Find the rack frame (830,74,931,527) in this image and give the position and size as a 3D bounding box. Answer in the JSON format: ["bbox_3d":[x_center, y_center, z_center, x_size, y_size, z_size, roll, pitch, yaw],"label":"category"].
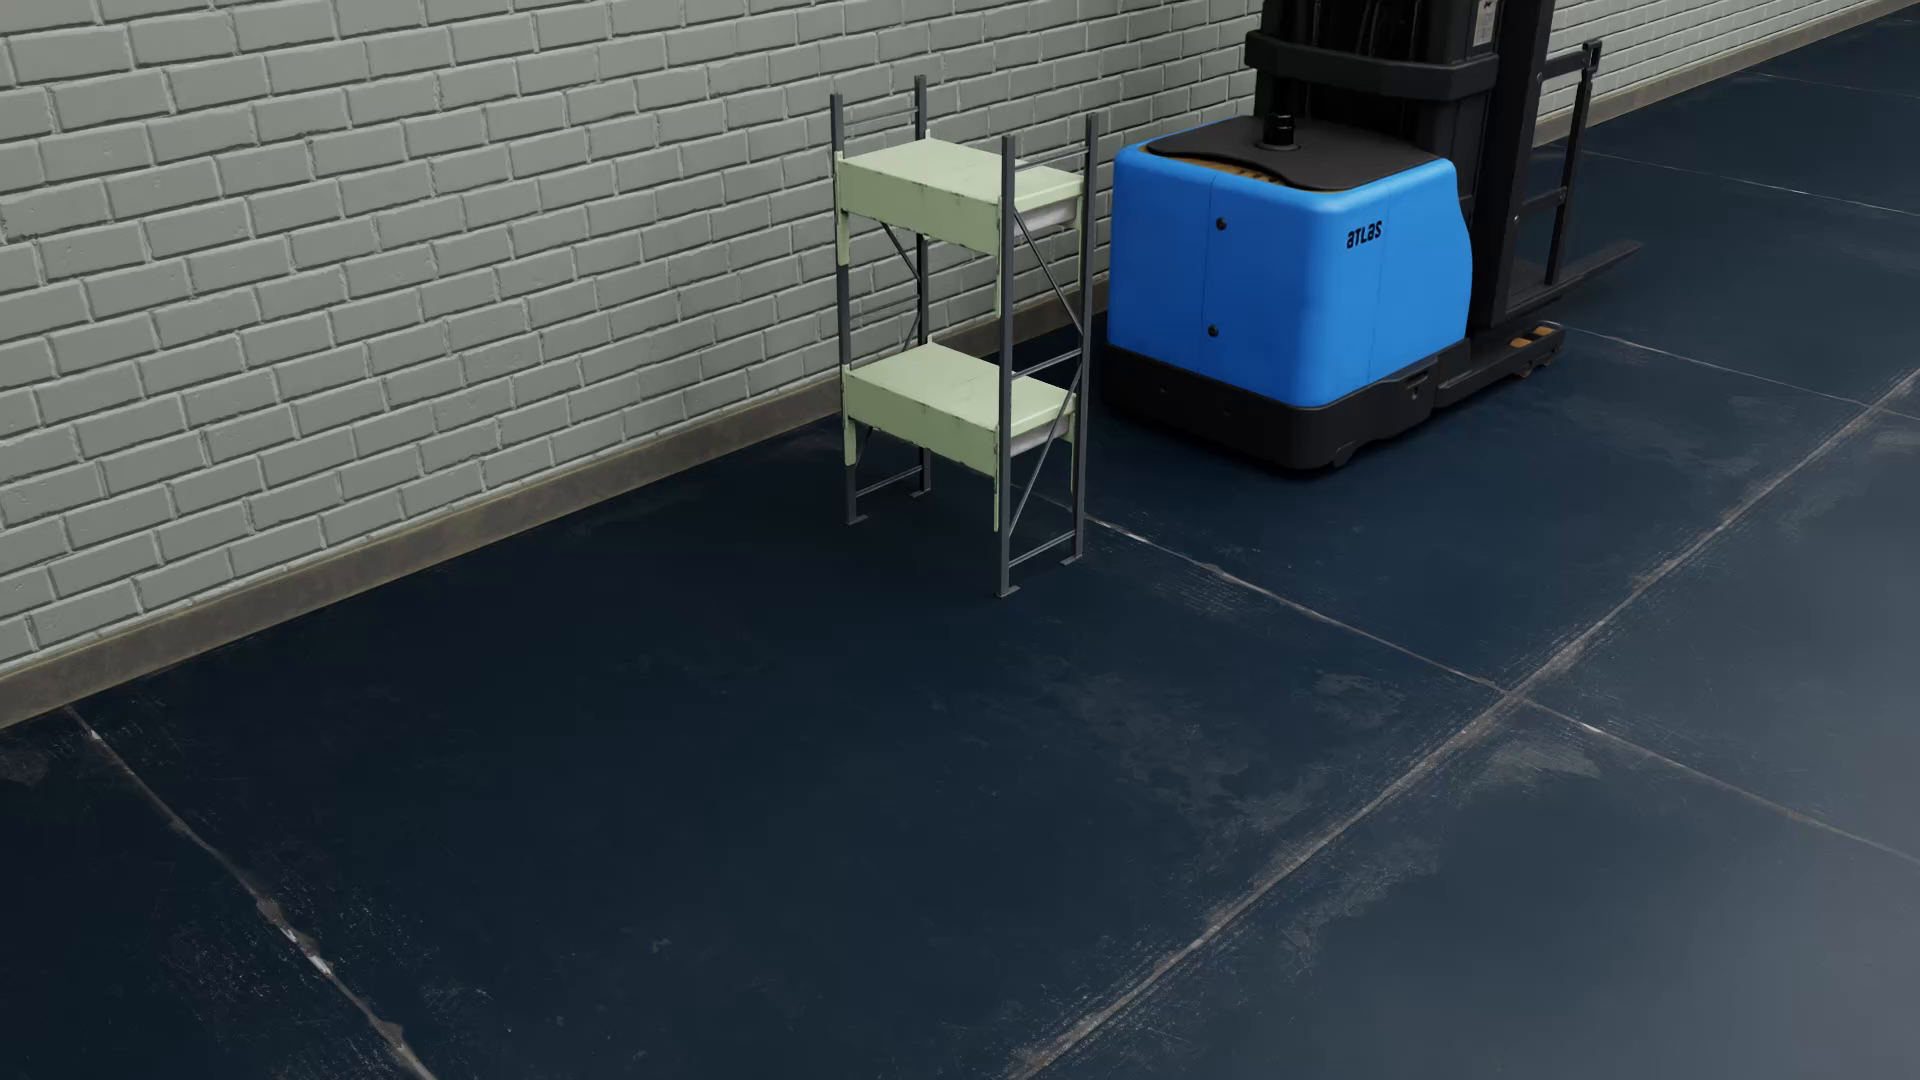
[{"bbox_3d":[-0.256,-0.781,5.624,0.023,1.500,0.400,25,36,38],"label":"rack frame"}]

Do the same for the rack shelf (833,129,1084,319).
[{"bbox_3d":[0.005,-1.007,5.215,0.720,0.370,0.431,25,36,38],"label":"rack shelf"}]

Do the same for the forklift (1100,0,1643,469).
[{"bbox_3d":[1.967,-2.139,6.669,3.031,2.935,1.130,-25,36,-38],"label":"forklift"}]

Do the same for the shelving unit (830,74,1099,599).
[{"bbox_3d":[0.005,-0.662,5.397,0.755,1.500,0.431,25,36,38],"label":"shelving unit"}]

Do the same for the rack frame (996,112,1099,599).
[{"bbox_3d":[0.266,-0.542,5.170,0.023,1.500,0.400,25,36,38],"label":"rack frame"}]

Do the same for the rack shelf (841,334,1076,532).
[{"bbox_3d":[0.005,-0.373,5.549,0.720,0.370,0.431,25,36,38],"label":"rack shelf"}]
